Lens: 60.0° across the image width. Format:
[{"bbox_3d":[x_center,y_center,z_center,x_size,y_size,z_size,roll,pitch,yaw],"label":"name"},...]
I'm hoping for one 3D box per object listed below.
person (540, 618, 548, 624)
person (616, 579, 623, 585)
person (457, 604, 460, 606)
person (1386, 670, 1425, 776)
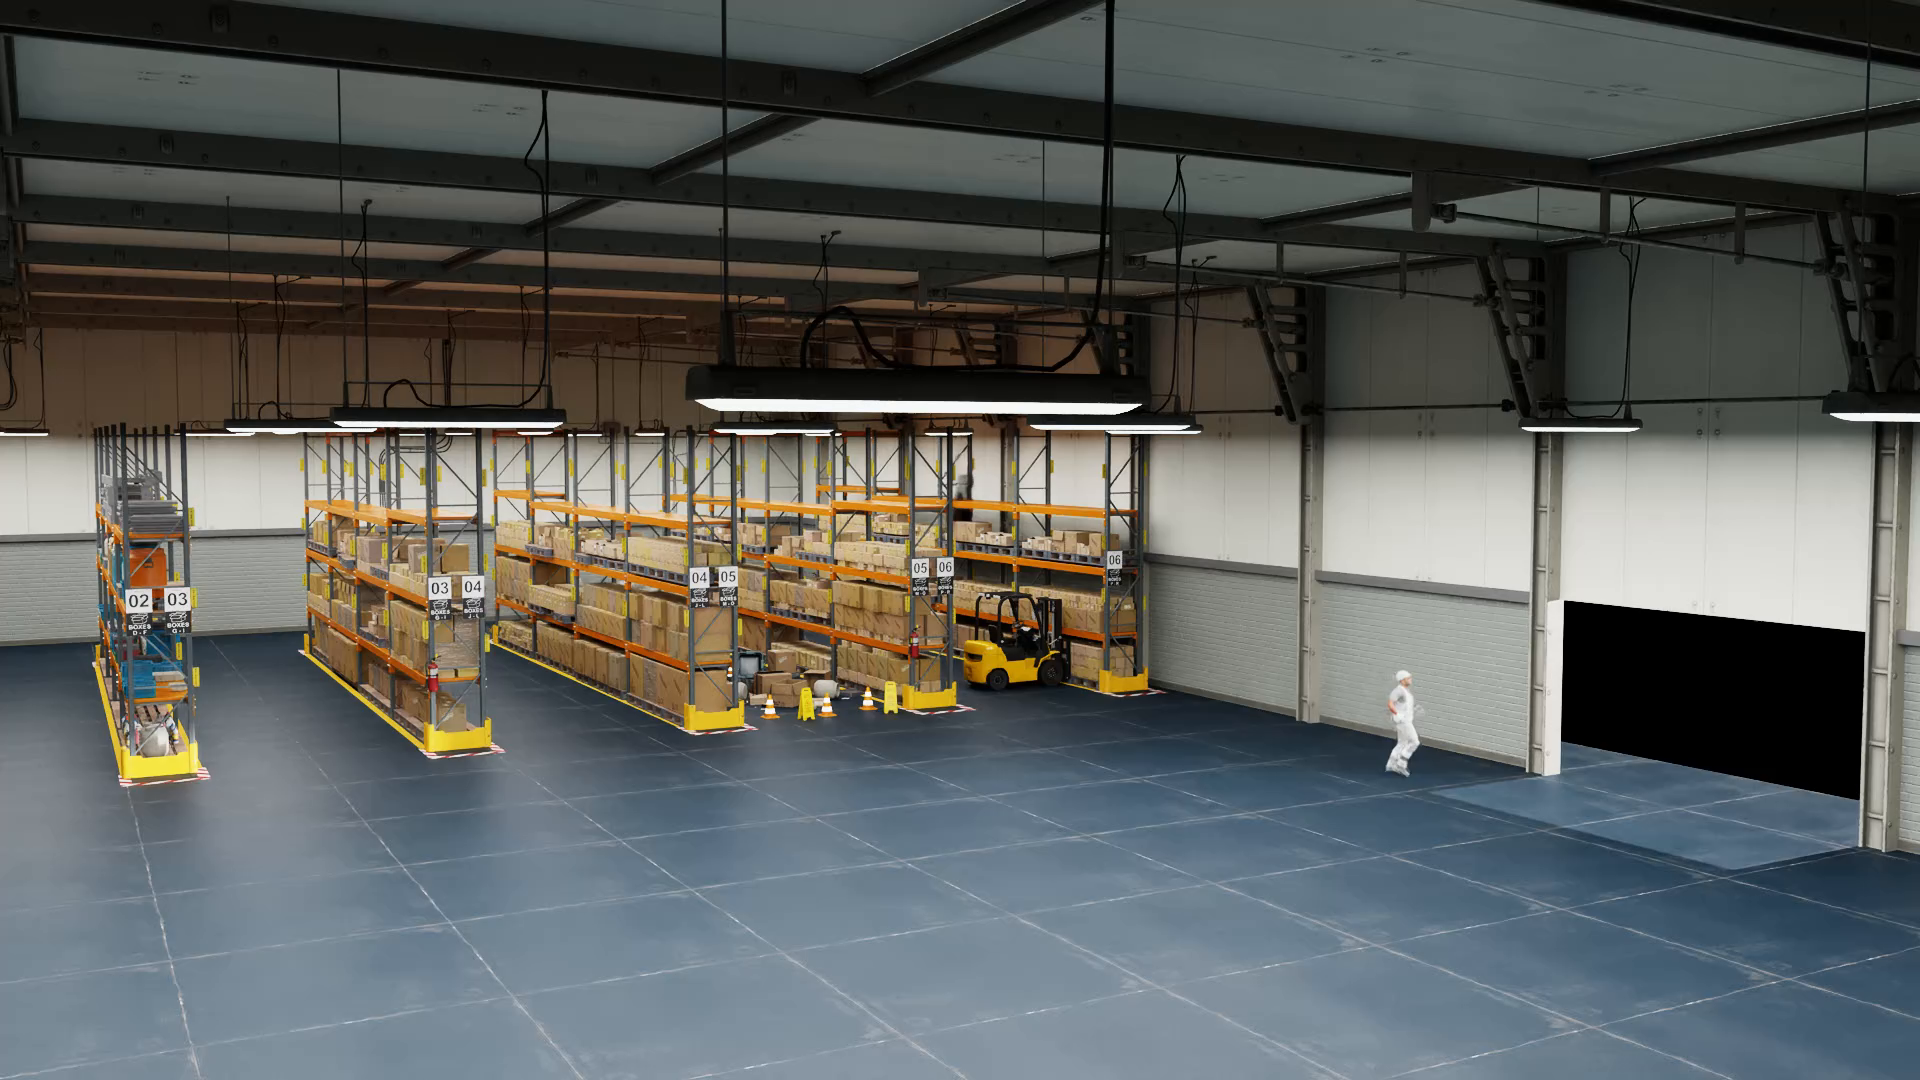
[{"bbox_3d":[-11.865,1.920,48.092,0.757,1.766,0.742,2,4,29],"label":"person"},{"bbox_3d":[-10.198,1.844,49.936,0.655,1.737,0.726,-1,4,-22],"label":"person"},{"bbox_3d":[-14.319,2.159,46.666,0.631,1.524,0.533,1,4,21],"label":"person"},{"bbox_3d":[7.591,3.134,28.341,0.624,1.821,0.638,1,4,22],"label":"person"}]
